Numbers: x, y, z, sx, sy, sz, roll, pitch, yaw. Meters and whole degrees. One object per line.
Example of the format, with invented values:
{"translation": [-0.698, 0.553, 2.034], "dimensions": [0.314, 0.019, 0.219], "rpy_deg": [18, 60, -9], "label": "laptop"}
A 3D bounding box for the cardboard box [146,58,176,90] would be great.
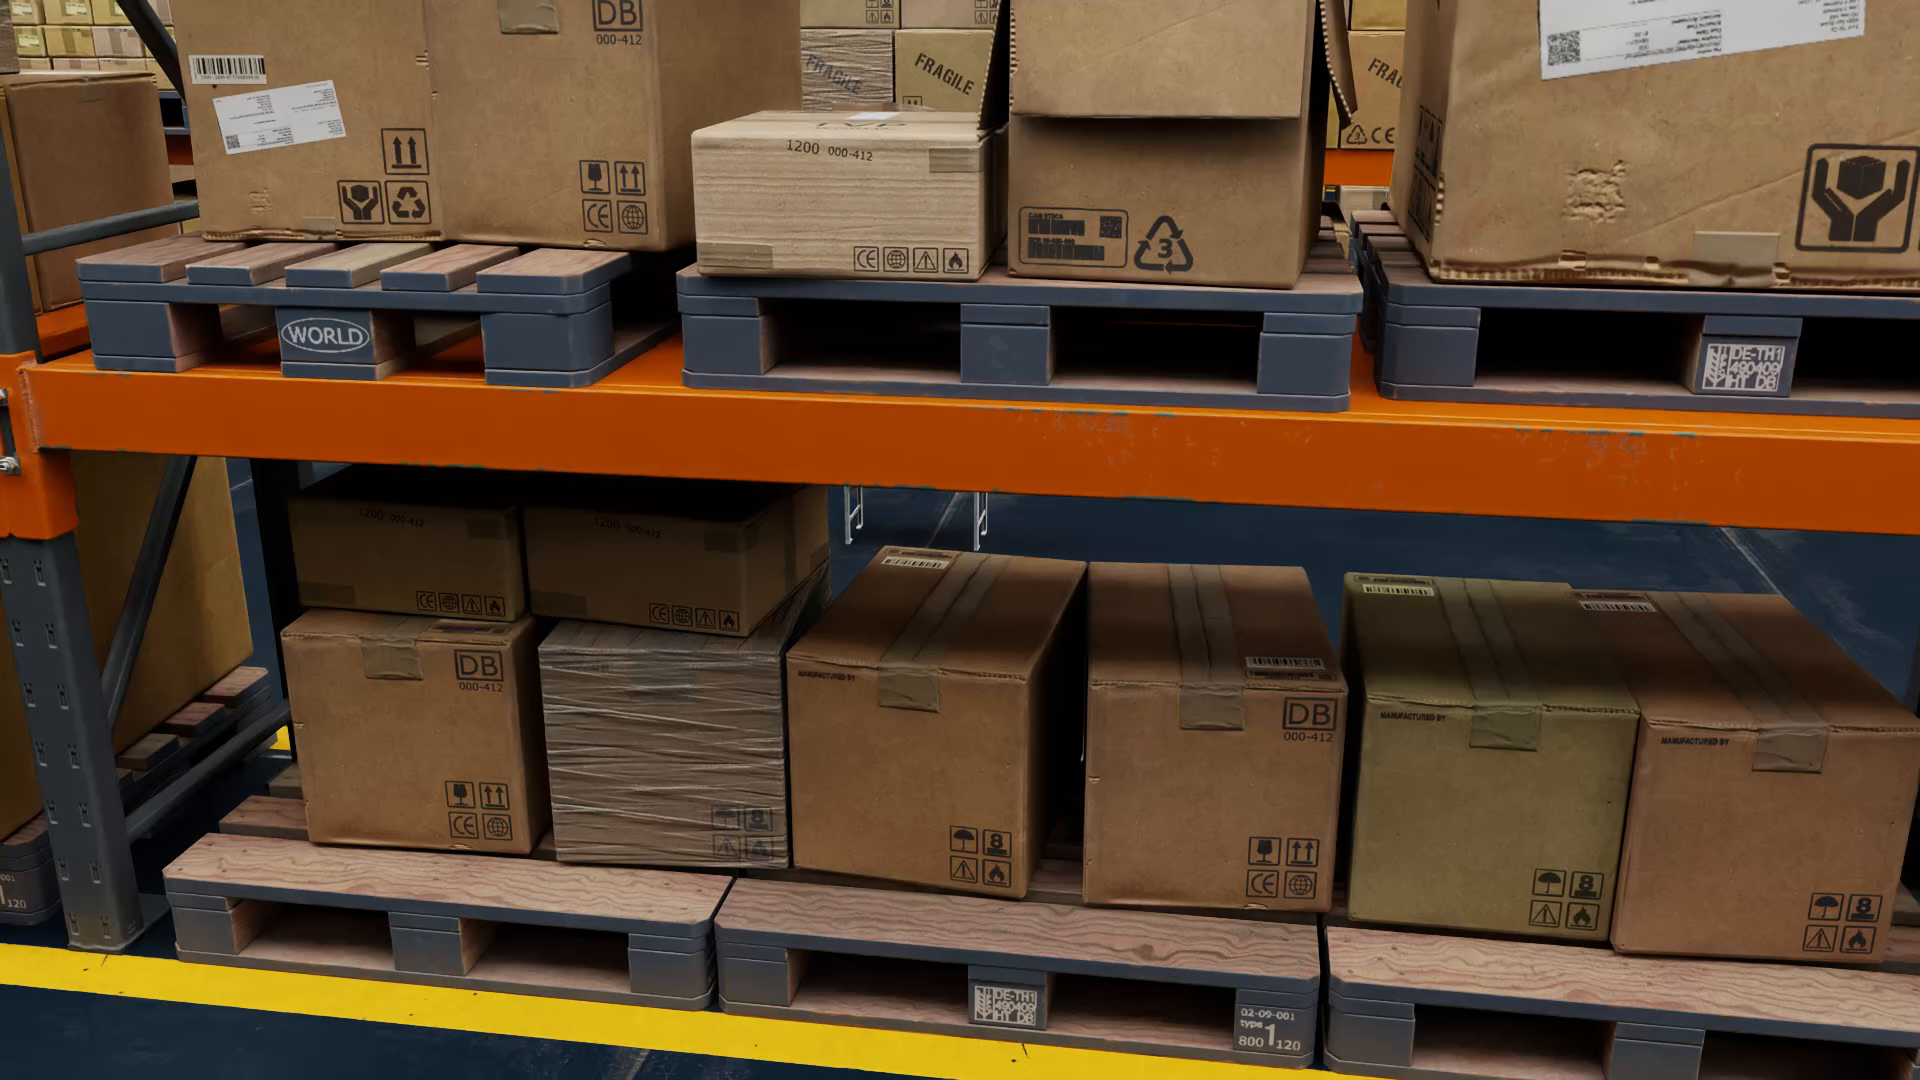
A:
{"translation": [-3.781, -2.308, 8.207], "dimensions": [0.250, 0.149, 0.380], "rpy_deg": [3, 19, 9], "label": "cardboard box"}

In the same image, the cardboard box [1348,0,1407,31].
{"translation": [2.034, -2.598, 7.606], "dimensions": [0.500, 0.500, 0.700], "rpy_deg": [3, 19, 8], "label": "cardboard box"}

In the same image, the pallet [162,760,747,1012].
{"translation": [-1.031, 0.682, 3.932], "dimensions": [1.213, 0.211, 1.003], "rpy_deg": [3, 19, 9], "label": "pallet"}

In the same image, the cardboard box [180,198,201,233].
{"translation": [-3.651, -1.654, 8.614], "dimensions": [0.500, 0.250, 0.500], "rpy_deg": [3, 19, 10], "label": "cardboard box"}

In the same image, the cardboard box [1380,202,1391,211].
{"translation": [2.406, -1.163, 7.936], "dimensions": [0.750, 0.750, 1.050], "rpy_deg": [3, 19, 8], "label": "cardboard box"}

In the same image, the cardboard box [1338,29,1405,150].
{"translation": [1.977, -2.043, 7.524], "dimensions": [0.500, 0.500, 0.500], "rpy_deg": [3, 19, 8], "label": "cardboard box"}

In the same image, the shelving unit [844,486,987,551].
{"translation": [-0.163, -0.577, 6.138], "dimensions": [0.503, 1.200, 0.258], "rpy_deg": [3, 19, 9], "label": "shelving unit"}

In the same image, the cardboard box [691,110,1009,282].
{"translation": [-0.184, -0.652, 3.099], "dimensions": [0.500, 0.250, 0.500], "rpy_deg": [2, 19, 7], "label": "cardboard box"}

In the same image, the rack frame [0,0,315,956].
{"translation": [-1.802, -0.680, 3.609], "dimensions": [0.127, 3.000, 1.000], "rpy_deg": [3, 19, 9], "label": "rack frame"}

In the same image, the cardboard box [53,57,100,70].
{"translation": [-4.274, -2.334, 8.287], "dimensions": [0.250, 0.149, 0.380], "rpy_deg": [3, 19, 10], "label": "cardboard box"}

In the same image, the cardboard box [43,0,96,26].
{"translation": [-4.273, -2.617, 8.192], "dimensions": [0.250, 0.149, 0.380], "rpy_deg": [3, 19, 10], "label": "cardboard box"}

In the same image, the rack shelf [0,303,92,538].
{"translation": [-3.777, -0.440, 4.024], "dimensions": [4.000, 0.370, 1.077], "rpy_deg": [3, 19, 9], "label": "rack shelf"}

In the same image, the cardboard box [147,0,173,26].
{"translation": [-3.774, -2.589, 8.111], "dimensions": [0.250, 0.149, 0.380], "rpy_deg": [3, 19, 8], "label": "cardboard box"}

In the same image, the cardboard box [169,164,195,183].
{"translation": [-6.557, -3.126, 14.296], "dimensions": [0.875, 0.438, 0.875], "rpy_deg": [3, 19, 10], "label": "cardboard box"}

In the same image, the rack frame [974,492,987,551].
{"translation": [0.077, -0.565, 6.101], "dimensions": [0.015, 1.200, 0.240], "rpy_deg": [3, 19, 9], "label": "rack frame"}

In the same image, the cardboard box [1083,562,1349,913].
{"translation": [0.524, 0.402, 3.620], "dimensions": [0.500, 0.500, 0.700], "rpy_deg": [1, 19, 4], "label": "cardboard box"}

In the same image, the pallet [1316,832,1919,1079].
{"translation": [1.378, 0.805, 3.565], "dimensions": [1.213, 0.211, 1.003], "rpy_deg": [3, 19, 9], "label": "pallet"}

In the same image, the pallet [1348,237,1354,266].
{"translation": [2.950, -2.300, 12.844], "dimensions": [1.213, 0.211, 1.003], "rpy_deg": [3, 19, 9], "label": "pallet"}

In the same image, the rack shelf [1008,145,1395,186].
{"translation": [1.059, -1.787, 8.051], "dimensions": [4.000, 0.370, 1.077], "rpy_deg": [3, 19, 9], "label": "rack shelf"}

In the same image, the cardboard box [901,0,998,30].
{"translation": [0.026, -2.700, 7.912], "dimensions": [0.500, 0.500, 0.700], "rpy_deg": [3, 19, 8], "label": "cardboard box"}

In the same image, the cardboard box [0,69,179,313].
{"translation": [-2.239, -0.837, 3.921], "dimensions": [0.500, 0.500, 0.500], "rpy_deg": [3, 19, 10], "label": "cardboard box"}

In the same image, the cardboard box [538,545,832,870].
{"translation": [-0.588, 0.348, 3.782], "dimensions": [0.500, 0.500, 0.700], "rpy_deg": [1, 19, 4], "label": "cardboard box"}

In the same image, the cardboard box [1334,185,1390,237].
{"translation": [3.201, -2.562, 12.713], "dimensions": [0.625, 0.372, 0.950], "rpy_deg": [3, 19, 9], "label": "cardboard box"}

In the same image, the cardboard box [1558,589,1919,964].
{"translation": [1.544, 0.460, 3.447], "dimensions": [0.500, 0.500, 0.700], "rpy_deg": [1, 19, 4], "label": "cardboard box"}

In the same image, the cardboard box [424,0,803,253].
{"translation": [-0.696, -0.915, 3.492], "dimensions": [0.500, 0.500, 0.700], "rpy_deg": [6, 19, 17], "label": "cardboard box"}

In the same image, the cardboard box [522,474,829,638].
{"translation": [-0.611, -0.011, 3.674], "dimensions": [0.500, 0.250, 0.500], "rpy_deg": [5, 19, 15], "label": "cardboard box"}

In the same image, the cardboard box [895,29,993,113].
{"translation": [-0.013, -2.145, 7.828], "dimensions": [0.500, 0.500, 0.500], "rpy_deg": [3, 19, 8], "label": "cardboard box"}

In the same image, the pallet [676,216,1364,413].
{"translation": [0.159, -0.502, 3.380], "dimensions": [1.213, 0.211, 1.003], "rpy_deg": [3, 19, 9], "label": "pallet"}

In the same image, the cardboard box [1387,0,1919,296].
{"translation": [1.385, -1.046, 3.096], "dimensions": [1.000, 1.000, 1.000], "rpy_deg": [3, 19, 9], "label": "cardboard box"}

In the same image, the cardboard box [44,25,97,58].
{"translation": [-4.293, -2.475, 8.238], "dimensions": [0.250, 0.149, 0.380], "rpy_deg": [3, 19, 8], "label": "cardboard box"}

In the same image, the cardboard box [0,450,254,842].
{"translation": [-2.480, 0.087, 4.003], "dimensions": [0.875, 0.875, 1.225], "rpy_deg": [2, 19, 6], "label": "cardboard box"}

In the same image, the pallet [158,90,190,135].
{"translation": [-4.134, -2.255, 8.619], "dimensions": [1.213, 0.211, 1.003], "rpy_deg": [3, 19, 9], "label": "pallet"}

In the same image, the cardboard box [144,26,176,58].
{"translation": [-3.781, -2.449, 8.161], "dimensions": [0.250, 0.149, 0.380], "rpy_deg": [2, 19, 6], "label": "cardboard box"}
